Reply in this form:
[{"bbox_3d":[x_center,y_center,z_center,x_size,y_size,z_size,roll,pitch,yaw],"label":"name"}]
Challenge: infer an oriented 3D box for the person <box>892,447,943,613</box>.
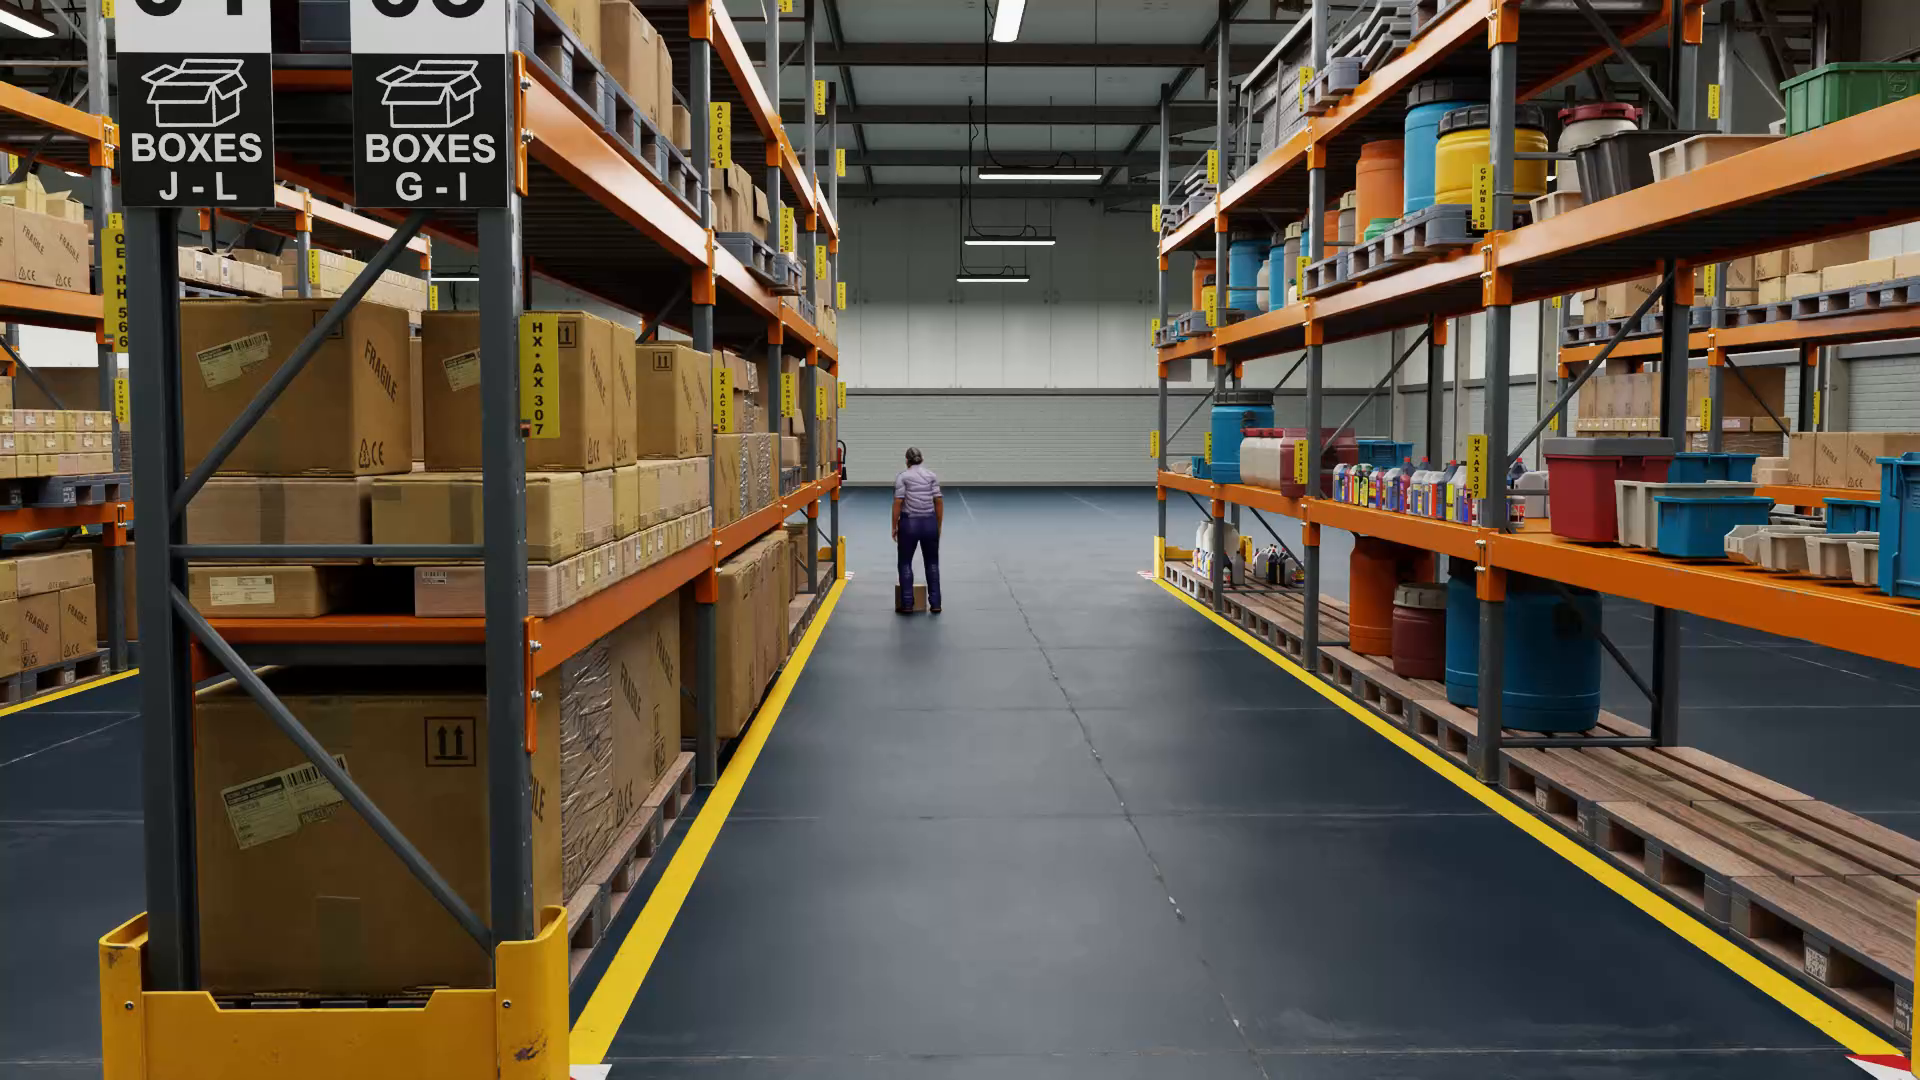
[{"bbox_3d":[-0.416,-0.102,16.561,0.541,1.652,0.373,-1,4,-17],"label":"person"}]
